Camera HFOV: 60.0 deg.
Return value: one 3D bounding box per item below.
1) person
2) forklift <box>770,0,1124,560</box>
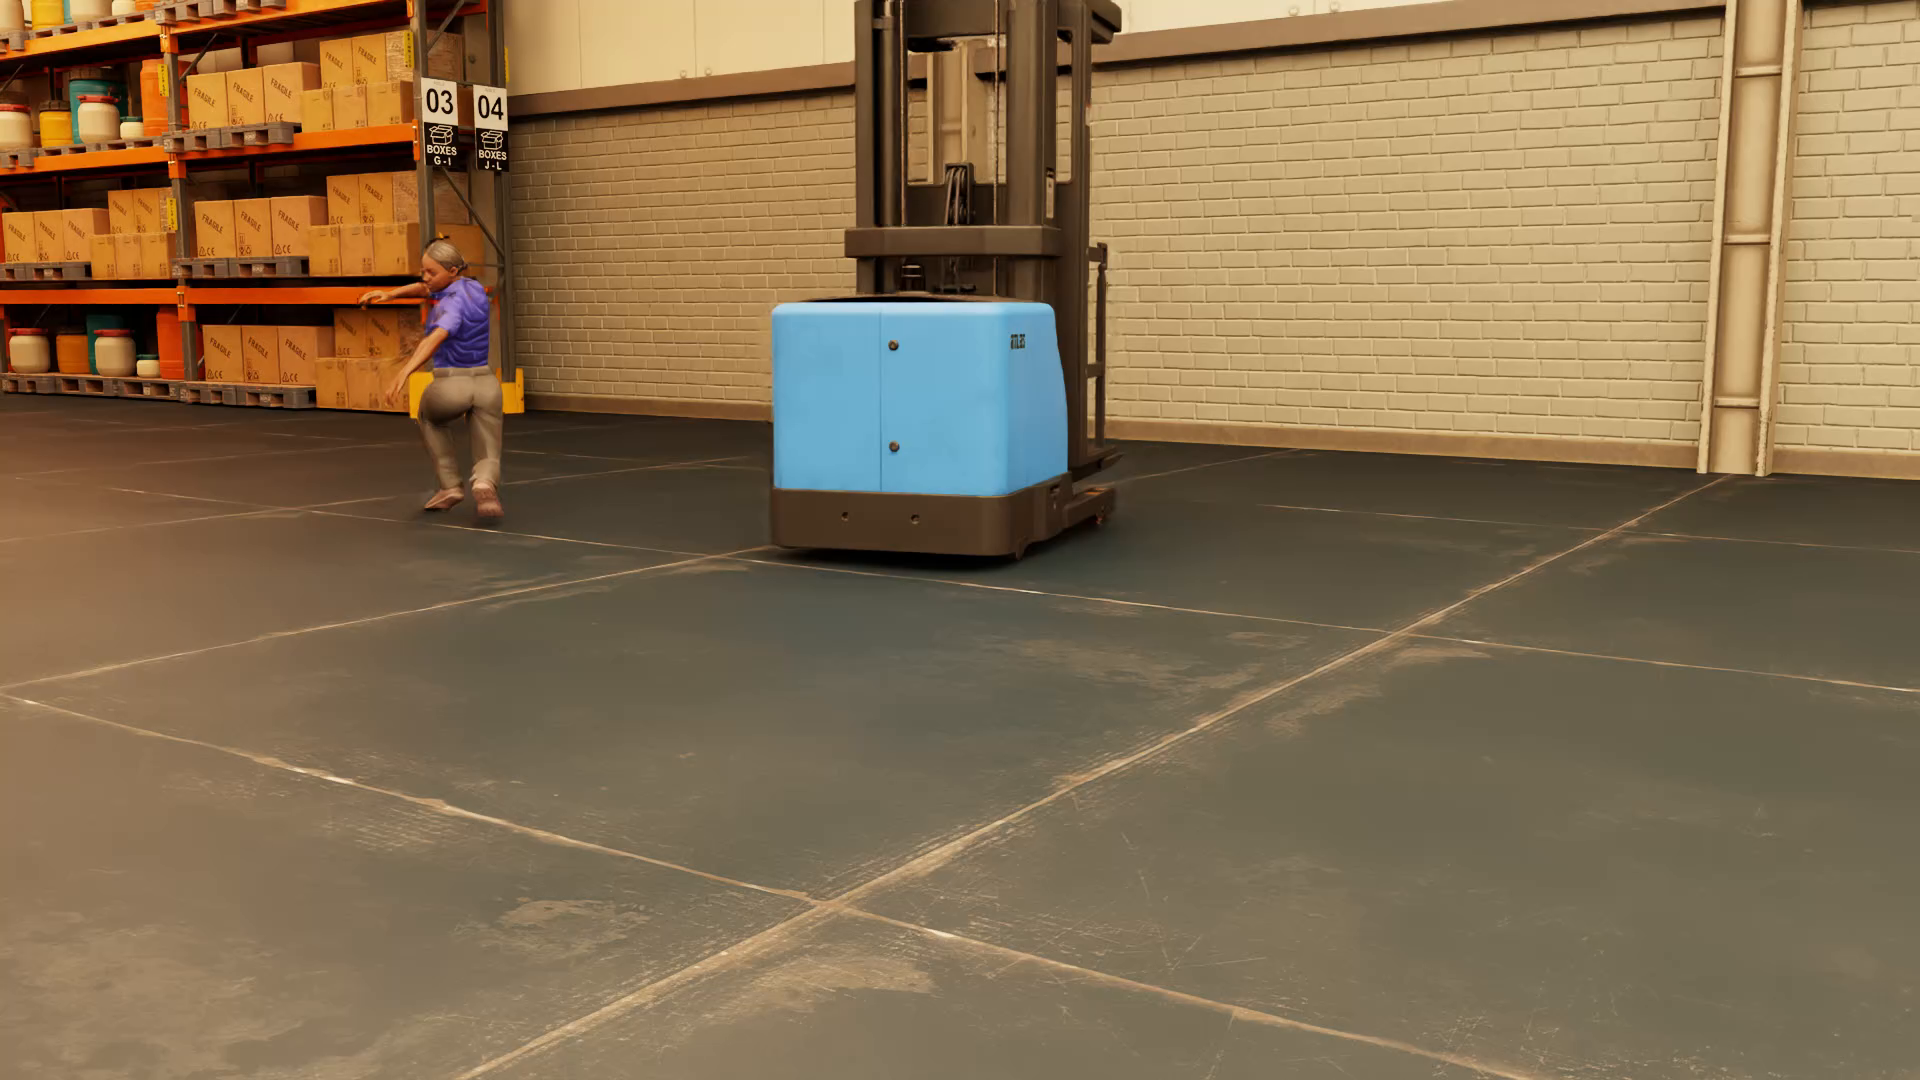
[{"bbox_3d":[-2.614,-0.767,8.215,0.759,1.403,0.942,-8,11,-43],"label":"person"},{"bbox_3d":[0.142,-1.537,8.002,1.130,2.935,3.031,3,8,18],"label":"forklift"}]
